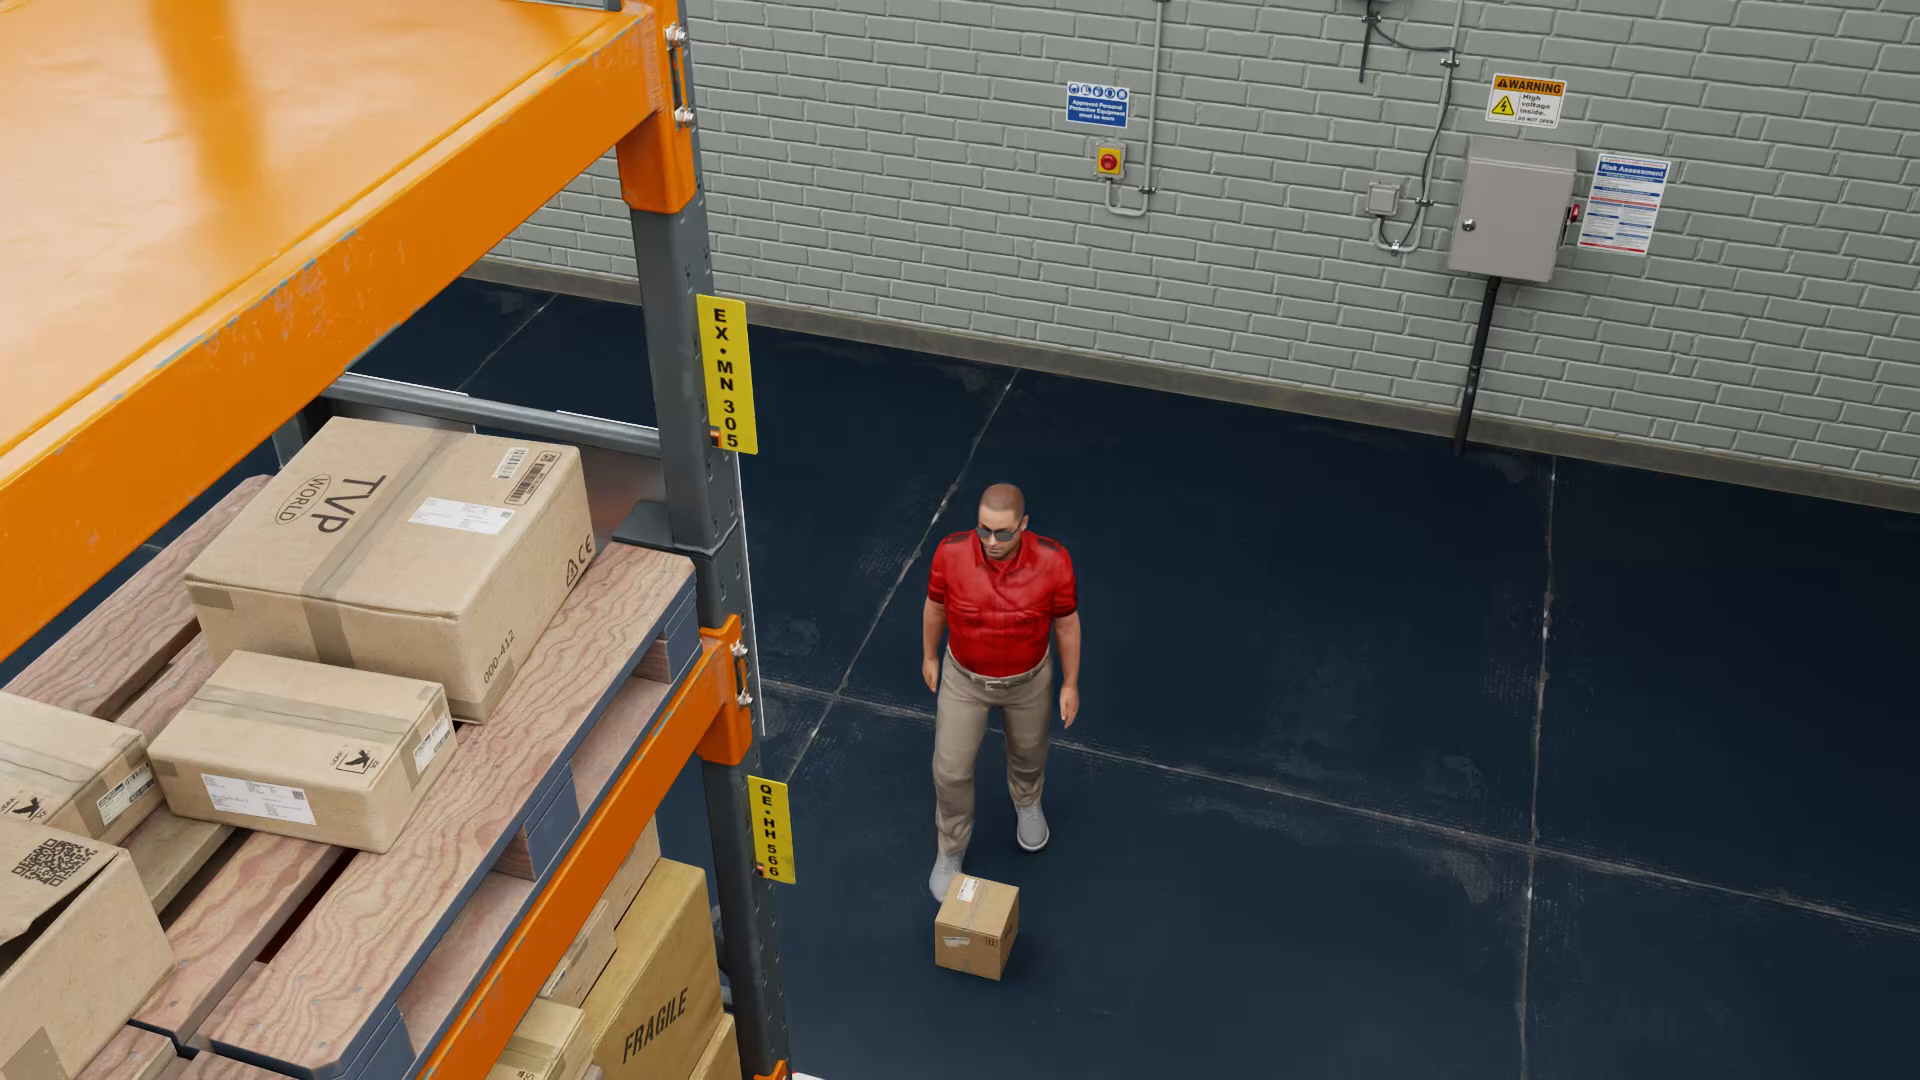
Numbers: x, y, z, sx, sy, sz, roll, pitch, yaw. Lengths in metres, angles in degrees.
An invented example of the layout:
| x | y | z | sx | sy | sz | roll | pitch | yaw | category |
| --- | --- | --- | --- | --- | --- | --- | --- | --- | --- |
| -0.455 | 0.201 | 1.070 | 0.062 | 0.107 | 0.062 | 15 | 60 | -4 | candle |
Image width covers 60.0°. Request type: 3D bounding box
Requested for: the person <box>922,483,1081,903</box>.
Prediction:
| x | y | z | sx | sy | sz | roll | pitch | yaw | category |
| --- | --- | --- | --- | --- | --- | --- | --- | --- | --- |
| 0.151 | 0.559 | 6.176 | 0.587 | 1.767 | 0.566 | 0 | 37 | -1 | person |
